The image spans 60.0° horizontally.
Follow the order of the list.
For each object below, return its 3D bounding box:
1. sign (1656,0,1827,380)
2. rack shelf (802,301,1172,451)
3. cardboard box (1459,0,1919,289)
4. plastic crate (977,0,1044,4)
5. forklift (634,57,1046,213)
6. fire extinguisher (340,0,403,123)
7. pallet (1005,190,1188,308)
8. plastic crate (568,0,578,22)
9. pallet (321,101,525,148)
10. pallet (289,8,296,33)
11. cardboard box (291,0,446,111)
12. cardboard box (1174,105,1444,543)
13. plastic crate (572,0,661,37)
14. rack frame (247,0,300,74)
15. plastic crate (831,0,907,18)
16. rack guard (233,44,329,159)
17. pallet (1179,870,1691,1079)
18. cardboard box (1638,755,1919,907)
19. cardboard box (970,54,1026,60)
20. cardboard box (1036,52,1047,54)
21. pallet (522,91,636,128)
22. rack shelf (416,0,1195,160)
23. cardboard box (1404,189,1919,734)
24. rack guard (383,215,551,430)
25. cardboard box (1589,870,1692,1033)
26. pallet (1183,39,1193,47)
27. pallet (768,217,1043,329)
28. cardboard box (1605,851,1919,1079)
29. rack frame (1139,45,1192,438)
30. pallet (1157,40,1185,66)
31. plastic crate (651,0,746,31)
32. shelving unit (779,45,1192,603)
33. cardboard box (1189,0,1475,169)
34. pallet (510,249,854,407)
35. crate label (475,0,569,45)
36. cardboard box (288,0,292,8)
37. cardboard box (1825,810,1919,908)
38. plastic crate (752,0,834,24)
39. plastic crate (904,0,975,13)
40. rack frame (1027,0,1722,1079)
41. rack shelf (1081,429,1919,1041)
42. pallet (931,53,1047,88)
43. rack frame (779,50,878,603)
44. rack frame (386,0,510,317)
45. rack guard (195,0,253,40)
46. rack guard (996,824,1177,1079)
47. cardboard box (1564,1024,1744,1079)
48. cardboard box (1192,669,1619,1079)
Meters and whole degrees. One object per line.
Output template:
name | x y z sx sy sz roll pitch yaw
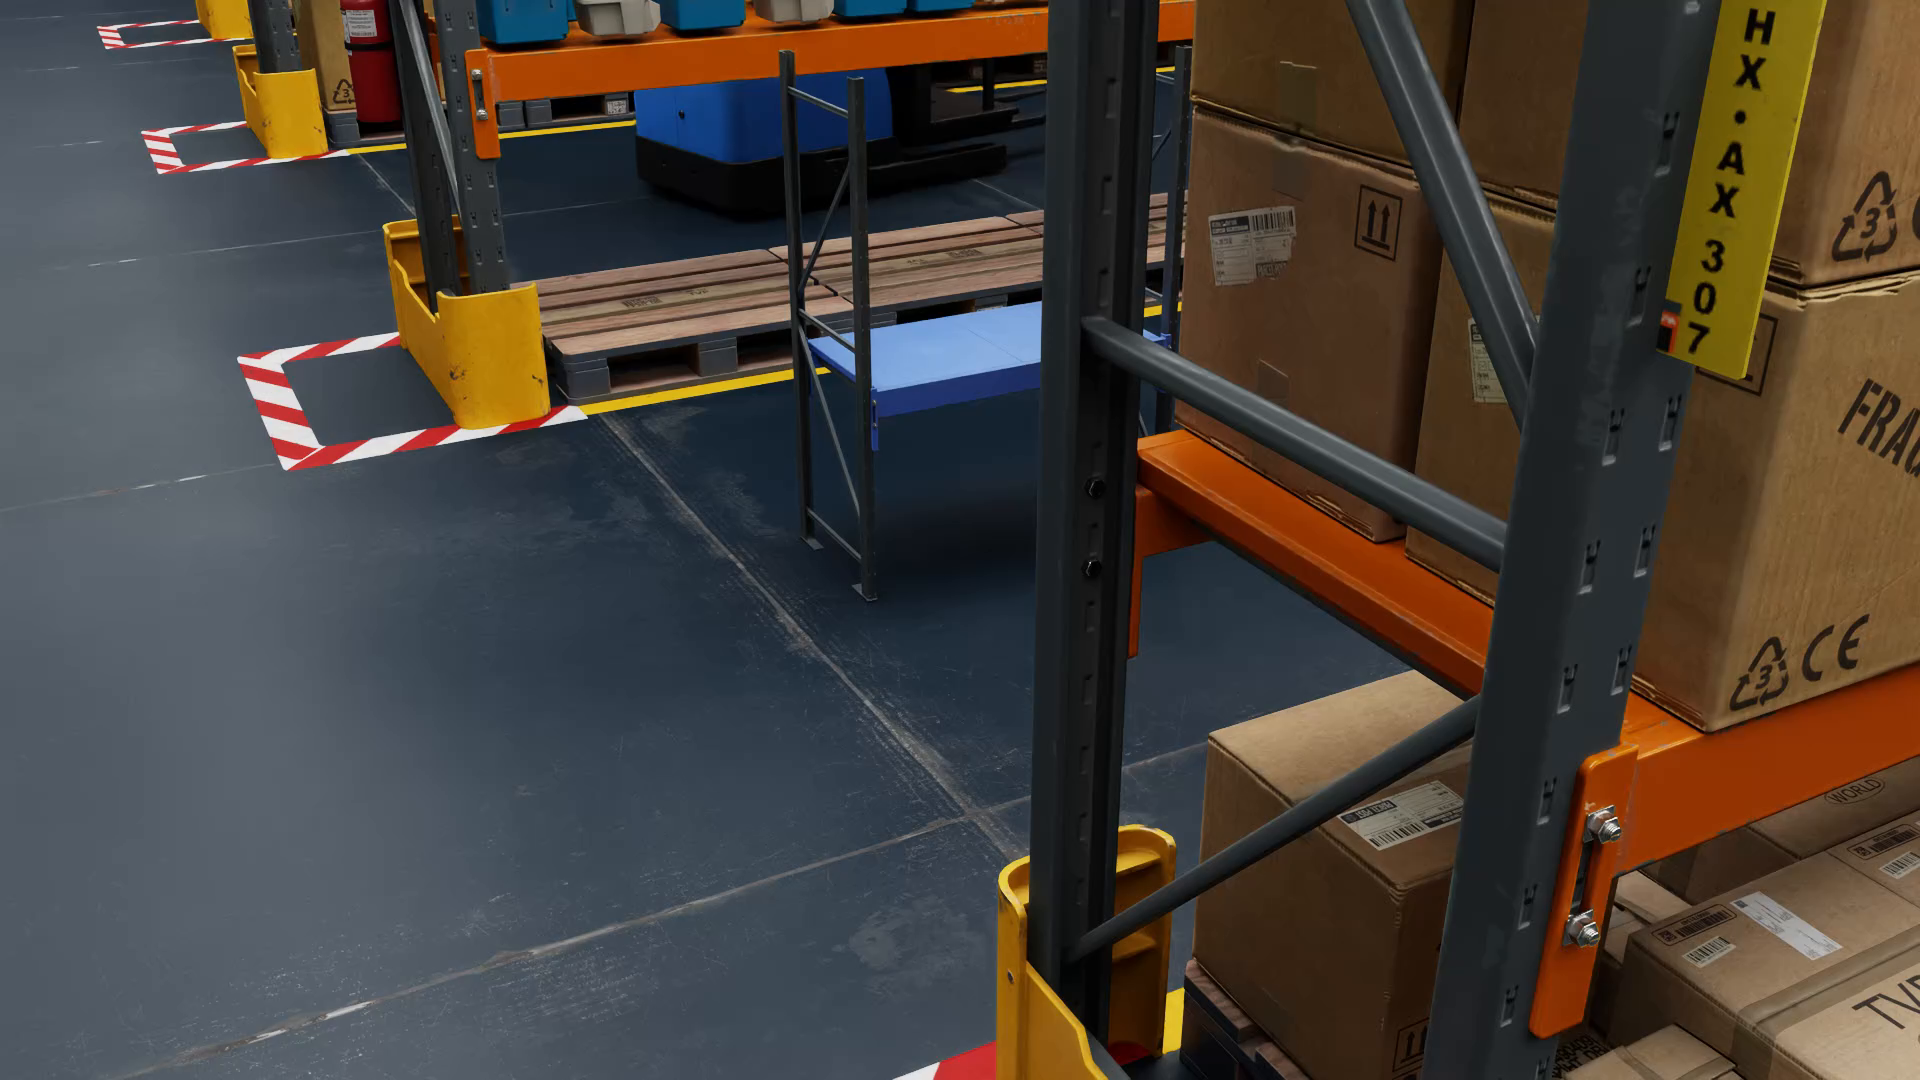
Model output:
sign | 0.658 -0.304 1.418 0.005 0.325 0.100 -13 29 -25
rack shelf | 0.075 -0.531 5.039 1.000 0.185 0.538 -13 29 -25
cardboard box | 0.919 -0.607 1.777 0.500 0.500 0.500 -12 28 -24
plastic crate | 0.210 -2.267 6.742 0.466 0.136 0.293 -13 29 -25
forklift | -0.358 -3.559 9.277 3.031 2.935 1.130 -20 32 -36
fire extinguisher | -2.272 -1.954 6.374 0.183 0.674 0.296 -13 29 -25
pallet | 0.974 -1.407 7.936 1.213 0.211 1.003 -13 29 -25
plastic crate | -1.717 -2.196 6.249 0.499 0.435 0.616 -13 29 -25
pallet | -3.587 -2.841 10.923 1.213 0.211 1.003 -13 29 -25
pallet | -5.700 -4.731 14.859 1.213 0.211 1.003 -13 29 -25
cardboard box | -3.728 -3.298 10.622 0.875 0.875 0.875 -13 29 -25
cardboard box | 0.670 -0.362 2.422 0.500 0.500 0.500 -12 28 -24
plastic crate | -1.230 -1.880 5.936 0.298 0.136 0.250 -13 29 -25
rack frame | -4.255 -3.905 9.918 0.127 3.000 1.000 -13 29 -25
plastic crate | -0.390 -2.158 6.403 0.300 0.233 0.416 -13 29 -25
rack guard | -4.277 -2.774 10.449 0.348 0.500 1.175 -13 29 -25
pallet | 1.173 0.958 3.012 1.213 0.211 1.003 -13 29 -25
cardboard box | 1.619 0.533 3.343 0.500 0.250 0.500 -13 29 -25
cardboard box | -0.171 -4.089 12.272 0.875 0.875 1.225 -13 29 -25
cardboard box | 0.618 -4.272 12.651 0.875 0.875 1.225 -14 29 -27
pallet | -2.511 -3.088 11.437 1.213 0.211 1.003 -13 29 -25
rack shelf | -0.160 -2.097 6.983 4.000 0.370 1.077 -13 29 -25
cardboard box | 0.919 -0.156 1.994 0.500 0.500 0.500 -12 28 -24
rack guard | -1.940 -0.877 6.499 0.348 0.500 1.175 -13 29 -25
cardboard box | 1.166 0.705 3.082 0.250 0.166 0.380 -13 29 -25
pallet | 2.073 -4.146 13.641 1.213 0.211 1.003 -13 29 -25
pallet | -0.104 -1.157 7.415 1.213 0.211 1.003 -13 29 -25
cardboard box | 1.457 0.816 2.754 0.500 0.250 0.500 -13 29 -25
rack frame | 0.524 -0.797 5.177 0.032 1.500 0.500 -13 29 -25
pallet | 0.997 -3.899 13.127 1.213 0.211 1.003 -13 29 -25
plastic crate | -0.971 -2.024 6.124 0.300 0.233 0.416 -13 29 -25
shelving unit | 0.075 -0.693 4.962 1.048 1.500 0.538 -13 29 -25
cardboard box | 0.666 -0.813 2.206 0.500 0.500 0.500 -13 29 -26
pallet | -1.179 -0.910 6.901 1.213 0.211 1.003 -13 29 -25
crate label | -1.552 -1.890 5.845 0.303 0.233 0.416 -13 29 -25
cardboard box | -5.887 -4.709 14.400 0.250 0.149 0.380 -12 28 -24
cardboard box | 1.899 0.714 2.966 0.500 0.250 0.500 -13 29 -25
plastic crate | -0.631 -2.018 6.224 0.298 0.136 0.250 -13 29 -25
plastic crate | -0.125 -2.219 6.531 0.300 0.233 0.416 -13 29 -25
rack frame | 0.404 -0.120 2.034 0.053 2.616 0.949 -13 29 -25
rack shelf | 2.168 -0.204 3.041 4.000 0.370 1.077 -13 29 -25
pallet | -0.080 -3.649 12.606 1.213 0.211 1.003 -13 29 -25
rack frame | -0.373 -0.590 4.746 0.032 1.500 0.500 -13 29 -25
rack frame | -1.925 -2.014 5.979 0.127 3.000 1.000 -13 29 -25
rack guard | -6.433 -4.709 14.480 0.348 0.500 1.175 -13 29 -25
rack guard | 0.470 0.990 2.610 0.348 0.500 1.175 -13 29 -25
cardboard box | 1.155 0.953 2.565 0.250 0.166 0.380 -13 29 -25
cardboard box | 0.767 0.602 2.909 0.500 0.500 0.500 -13 29 -25
